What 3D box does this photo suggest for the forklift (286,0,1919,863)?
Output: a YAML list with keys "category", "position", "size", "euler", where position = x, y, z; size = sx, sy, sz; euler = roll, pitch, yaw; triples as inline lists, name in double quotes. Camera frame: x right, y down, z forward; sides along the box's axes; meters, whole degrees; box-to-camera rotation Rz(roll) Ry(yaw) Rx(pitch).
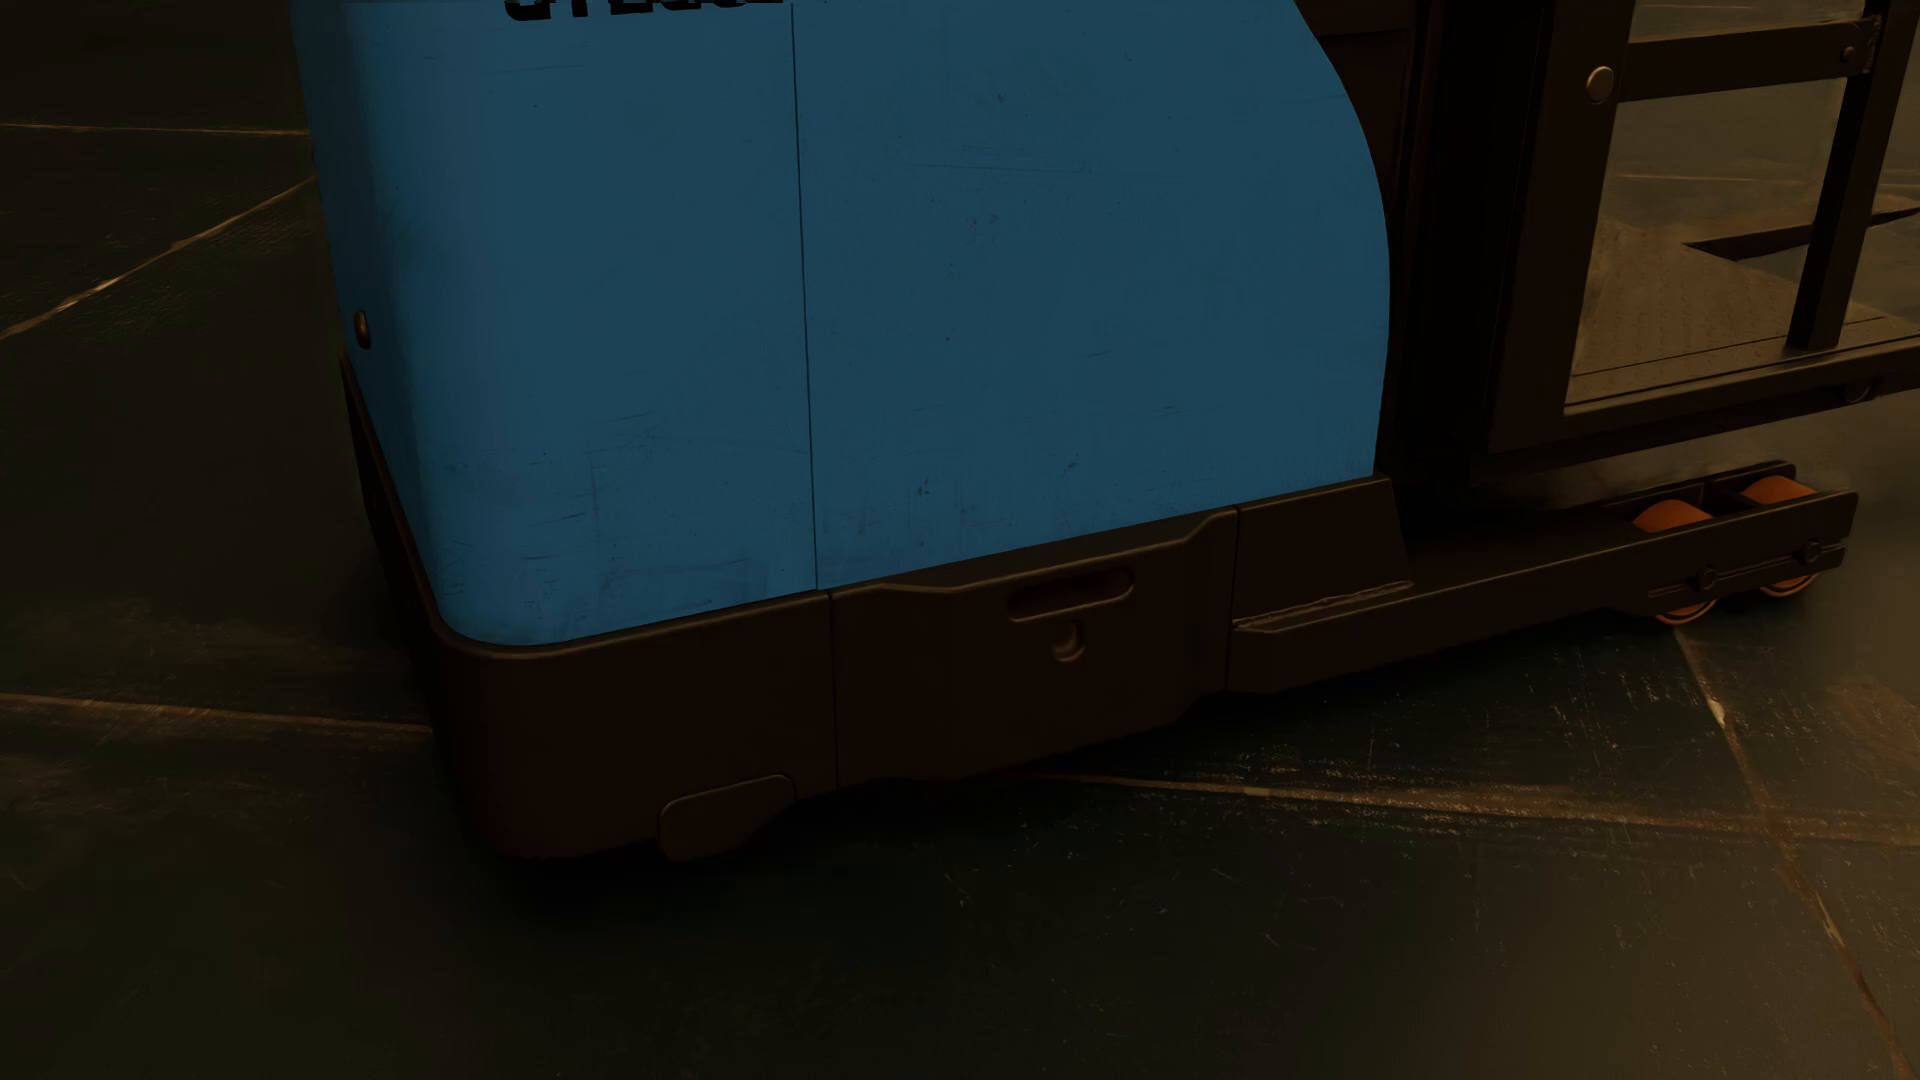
- category: "forklift"
  position: [0.687, -1.399, 2.020]
  size: [3.031, 2.935, 1.130]
  euler: [-11, 29, -22]
